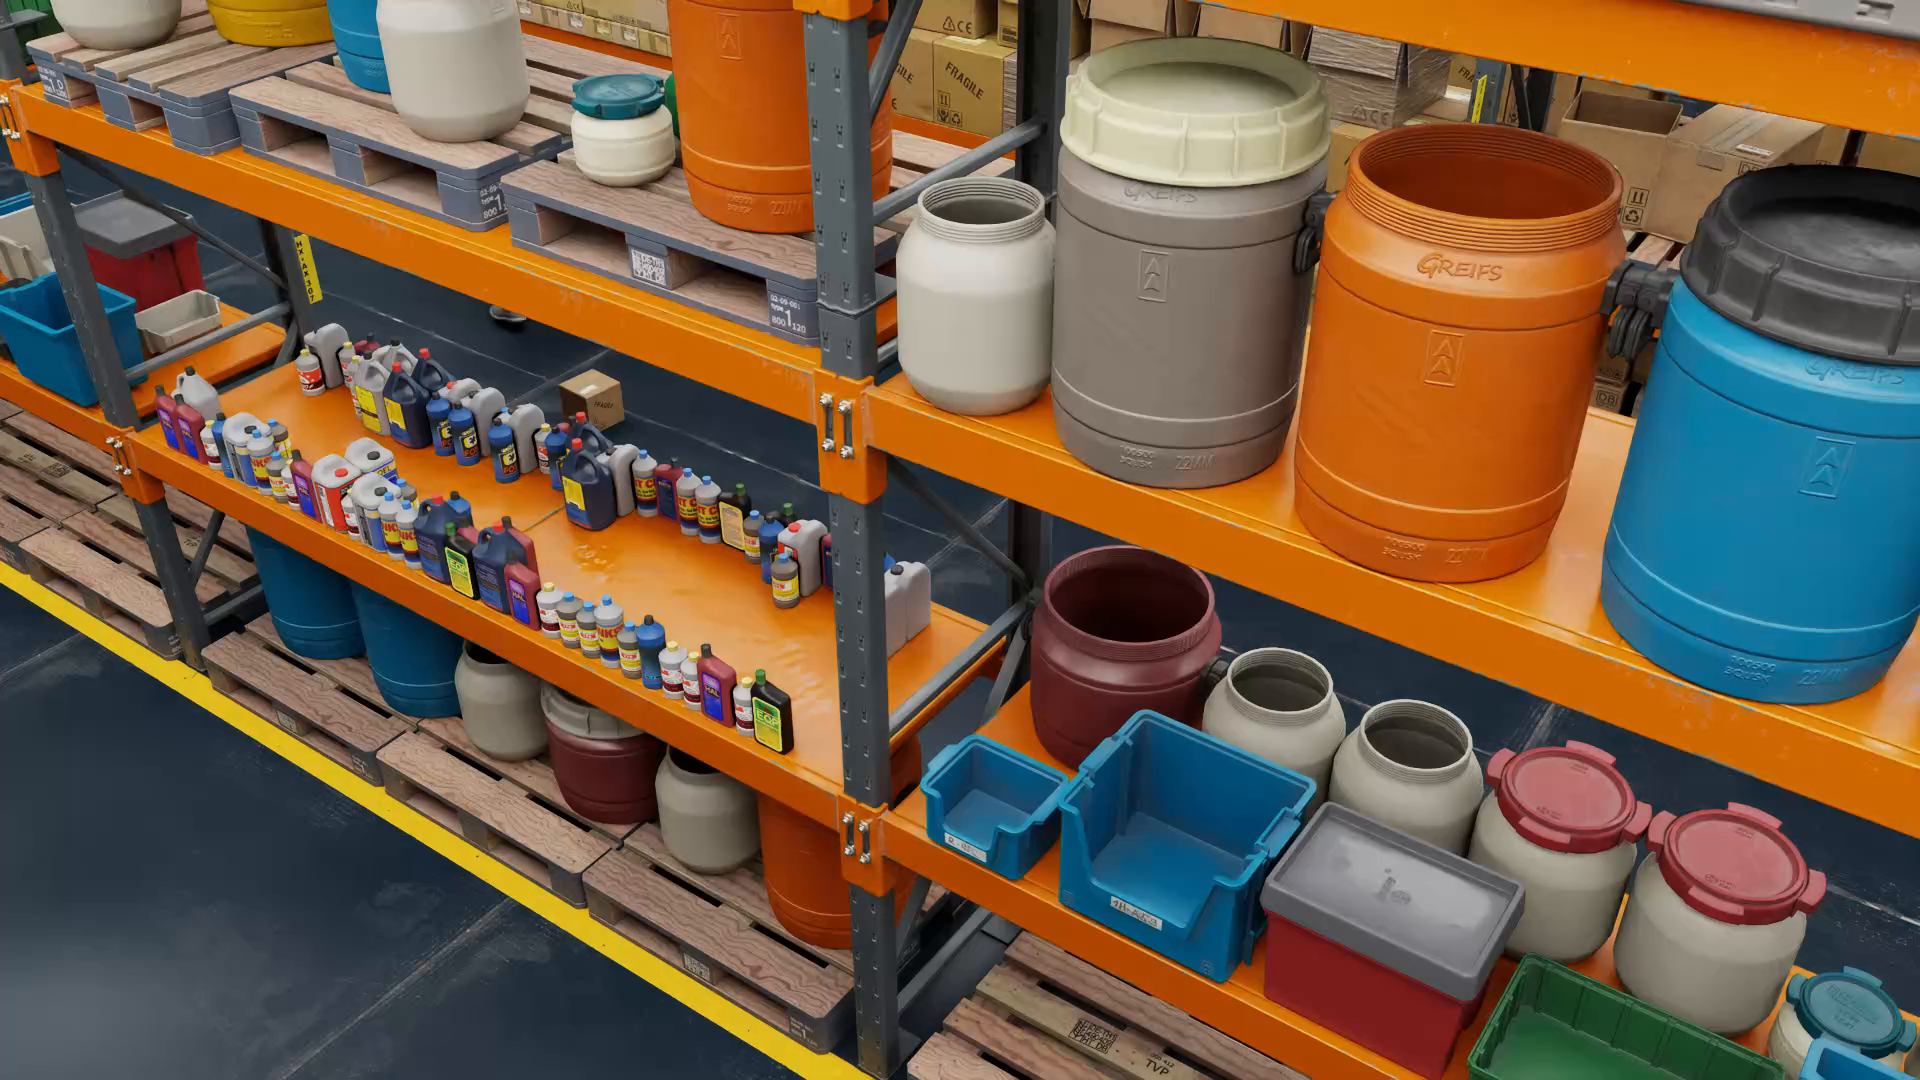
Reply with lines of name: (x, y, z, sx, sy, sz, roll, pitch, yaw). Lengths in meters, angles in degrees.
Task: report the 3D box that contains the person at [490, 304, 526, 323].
person: (-3.112, -2.294, 10.447, 0.539, 1.714, 1.034, -29, 44, -35)
